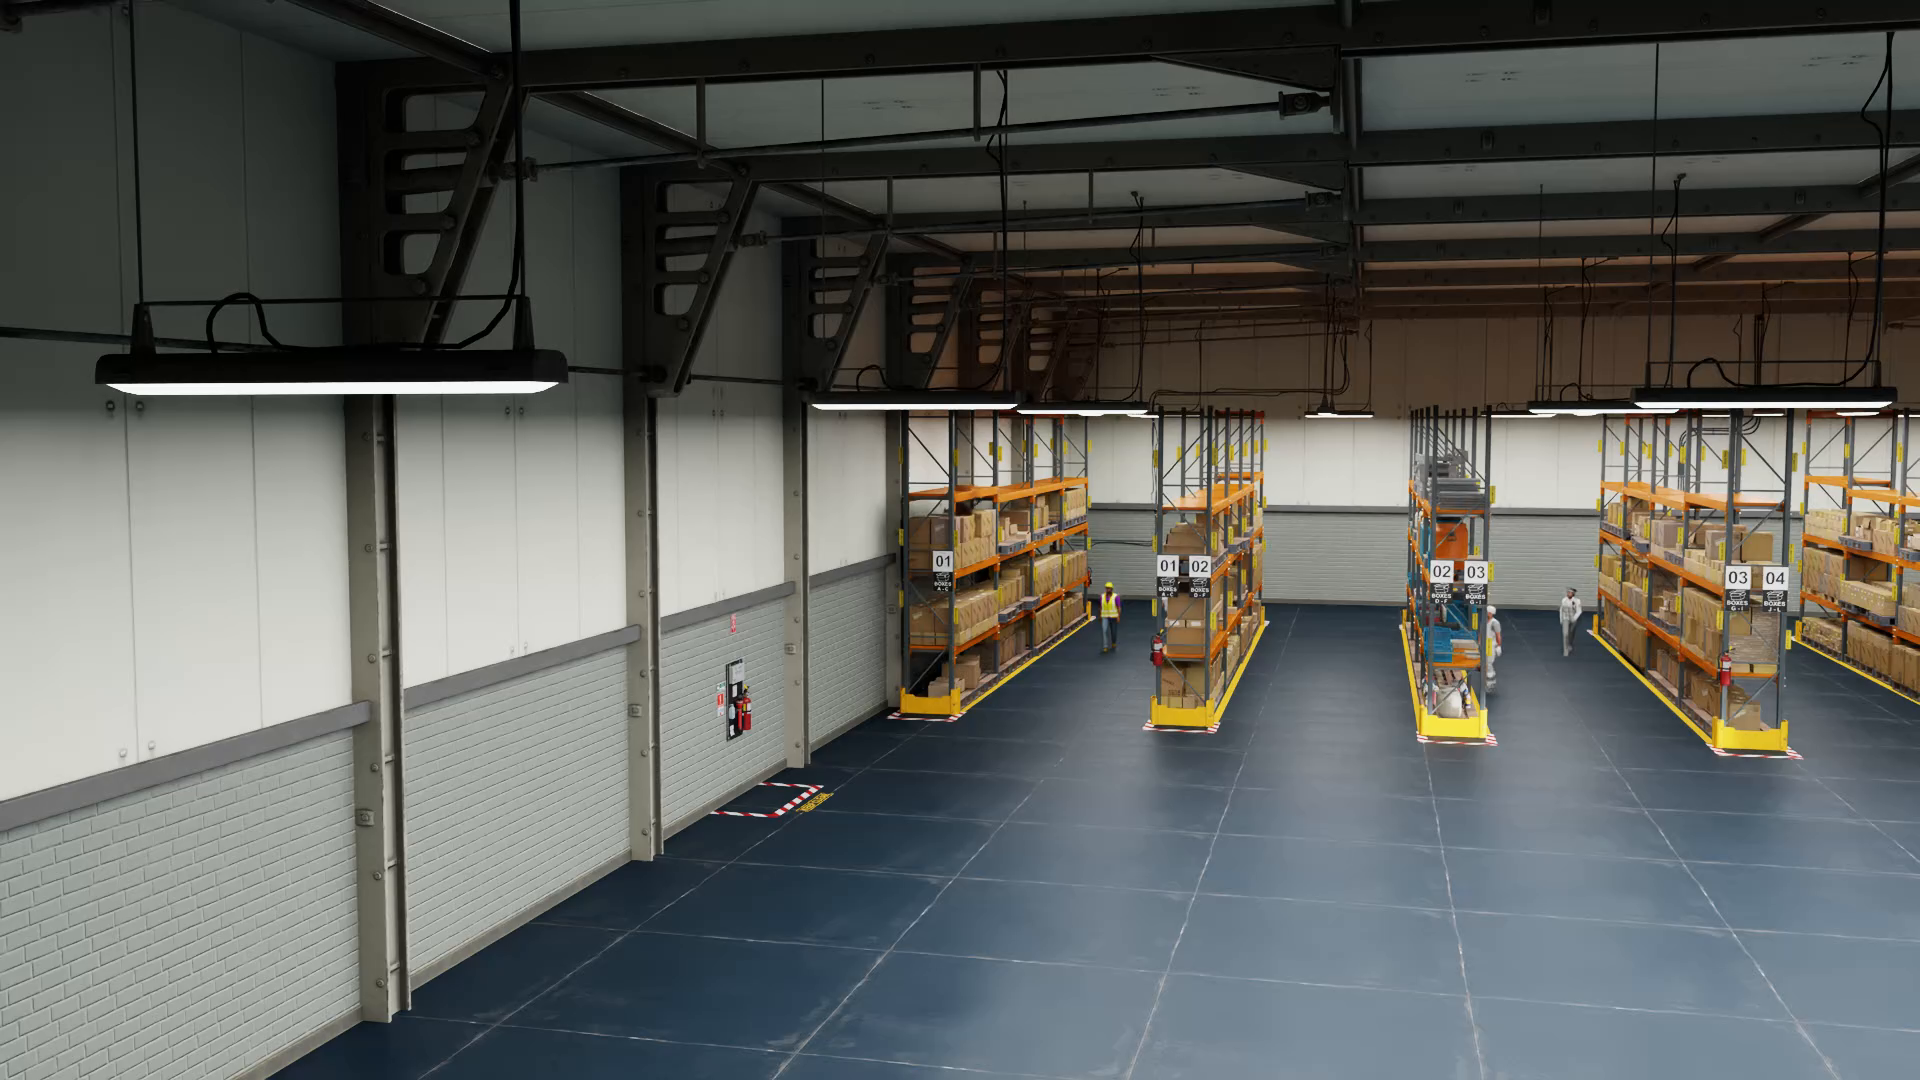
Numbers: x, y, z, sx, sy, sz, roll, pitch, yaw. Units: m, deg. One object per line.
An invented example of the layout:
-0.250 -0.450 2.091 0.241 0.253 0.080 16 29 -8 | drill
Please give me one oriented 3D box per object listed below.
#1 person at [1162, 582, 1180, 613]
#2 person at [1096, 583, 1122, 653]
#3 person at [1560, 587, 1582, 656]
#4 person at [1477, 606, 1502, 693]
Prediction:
5.657 1.725 44.233 0.649 1.662 1.041 1 4 15 | person
3.683 1.925 41.196 0.645 1.727 1.044 1 4 9 | person
14.992 1.993 40.803 0.487 1.685 0.913 1 4 16 | person
11.163 2.297 35.282 0.760 1.799 0.653 -3 5 -39 | person
